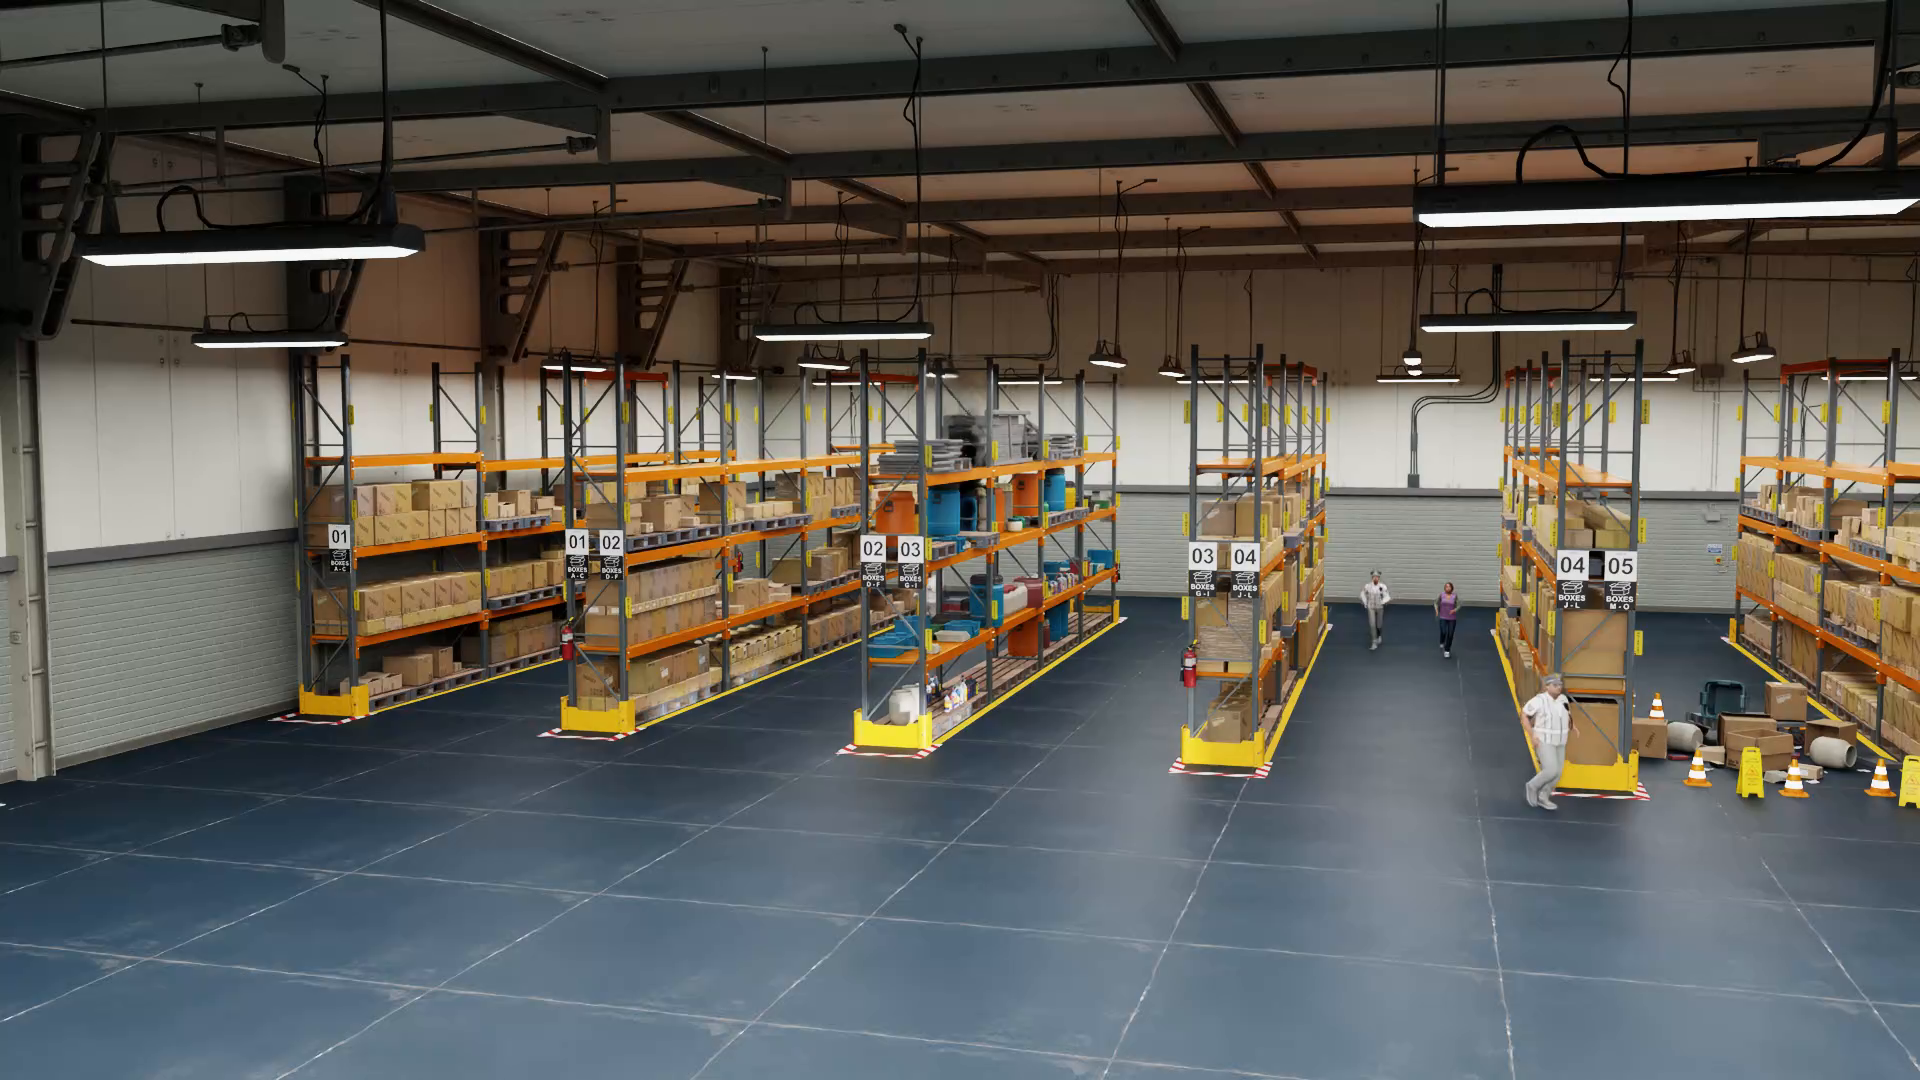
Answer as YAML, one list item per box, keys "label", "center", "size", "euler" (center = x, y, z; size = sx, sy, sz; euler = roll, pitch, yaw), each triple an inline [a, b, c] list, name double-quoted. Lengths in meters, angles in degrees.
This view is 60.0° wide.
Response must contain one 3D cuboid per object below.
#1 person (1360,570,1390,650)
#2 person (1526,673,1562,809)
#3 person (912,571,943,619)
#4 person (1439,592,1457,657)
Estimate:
- label: "person"
  center: [8.926, 1.485, 35.769]
  size: [0.624, 1.692, 0.708]
  euler: [1, 4, 15]
- label: "person"
  center: [7.441, 2.545, 21.153]
  size: [0.357, 1.750, 0.395]
  euler: [-2, 5, -24]
- label: "person"
  center: [-0.703, 1.381, 36.095]
  size: [0.678, 1.804, 0.934]
  euler: [1, 4, 7]
- label: "person"
  center: [10.098, 1.758, 34.424]
  size: [0.347, 1.335, 0.485]
  euler: [1, 4, 15]
